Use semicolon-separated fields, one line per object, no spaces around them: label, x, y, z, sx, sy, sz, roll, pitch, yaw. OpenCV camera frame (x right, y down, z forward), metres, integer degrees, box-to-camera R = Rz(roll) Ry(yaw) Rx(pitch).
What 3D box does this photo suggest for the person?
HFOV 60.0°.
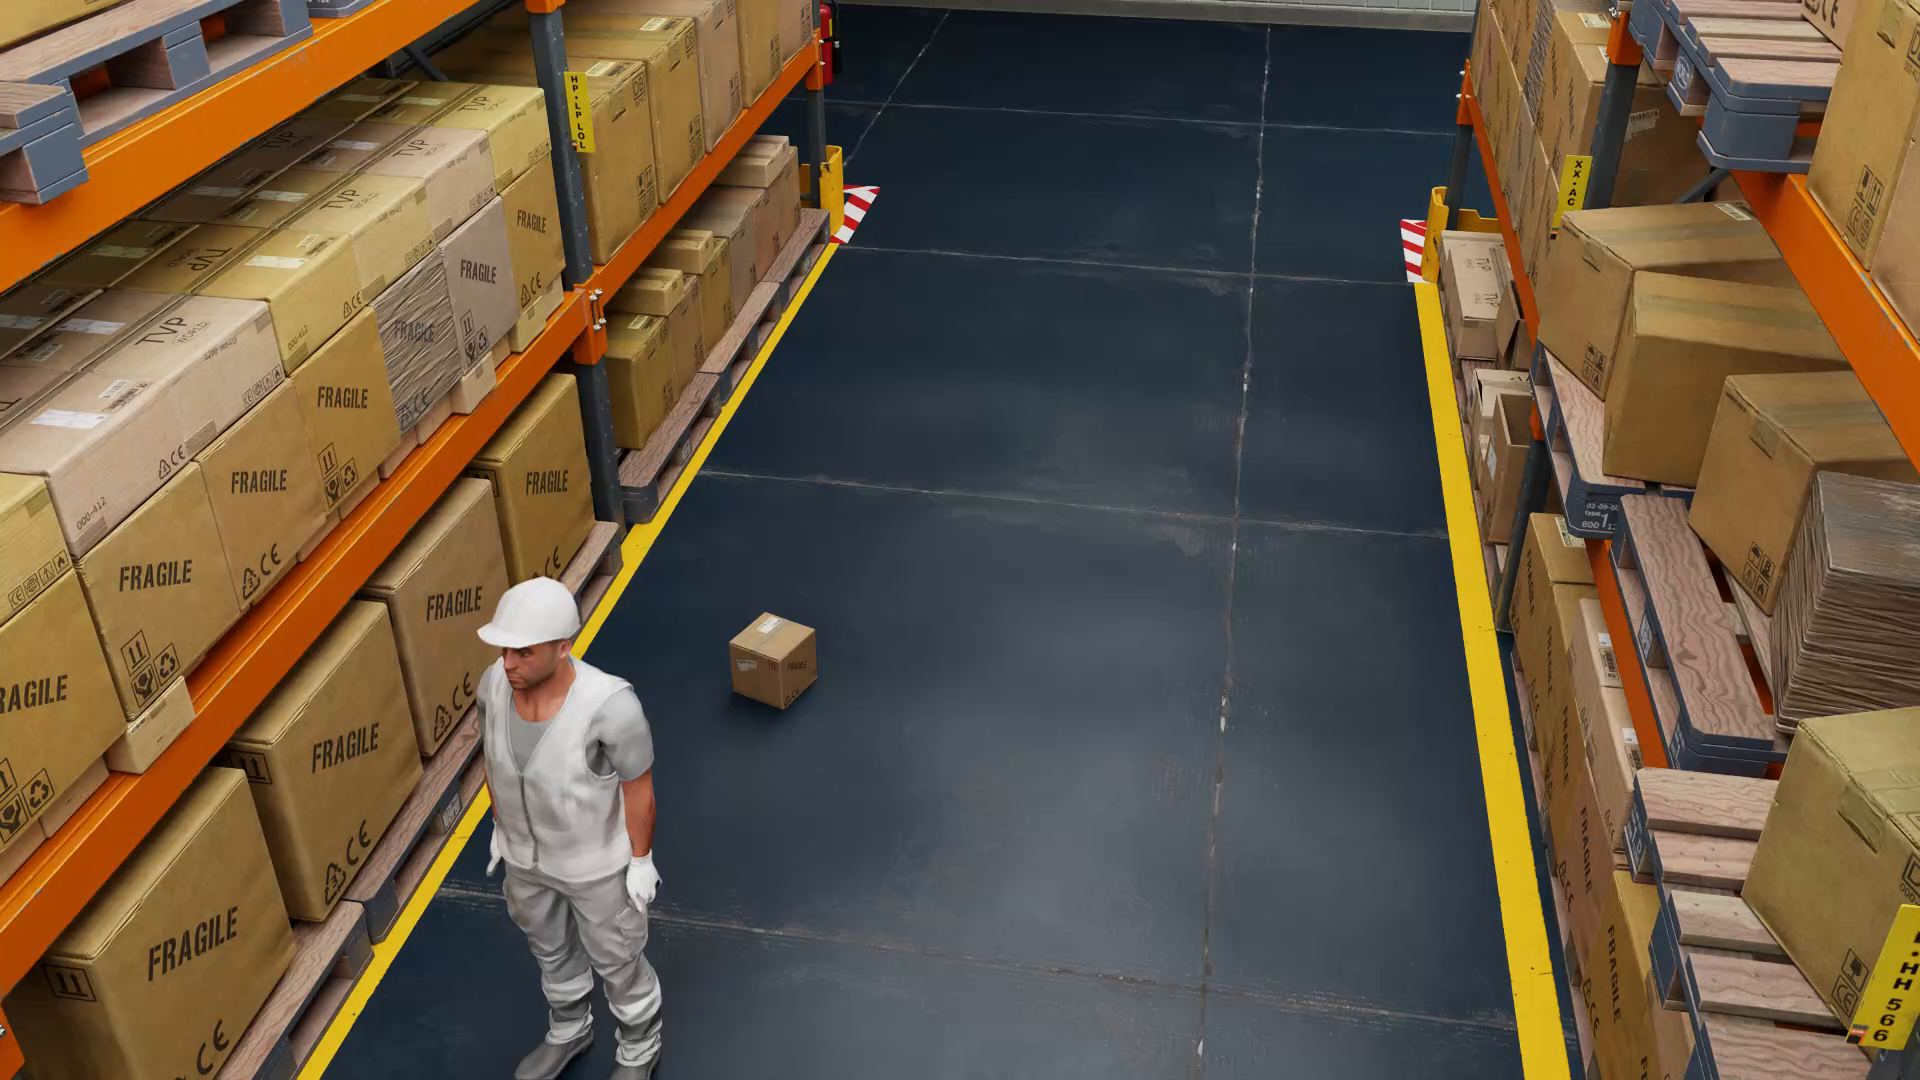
person;-1.098;0.888;4.694;0.525;1.796;0.367;12;34;18
